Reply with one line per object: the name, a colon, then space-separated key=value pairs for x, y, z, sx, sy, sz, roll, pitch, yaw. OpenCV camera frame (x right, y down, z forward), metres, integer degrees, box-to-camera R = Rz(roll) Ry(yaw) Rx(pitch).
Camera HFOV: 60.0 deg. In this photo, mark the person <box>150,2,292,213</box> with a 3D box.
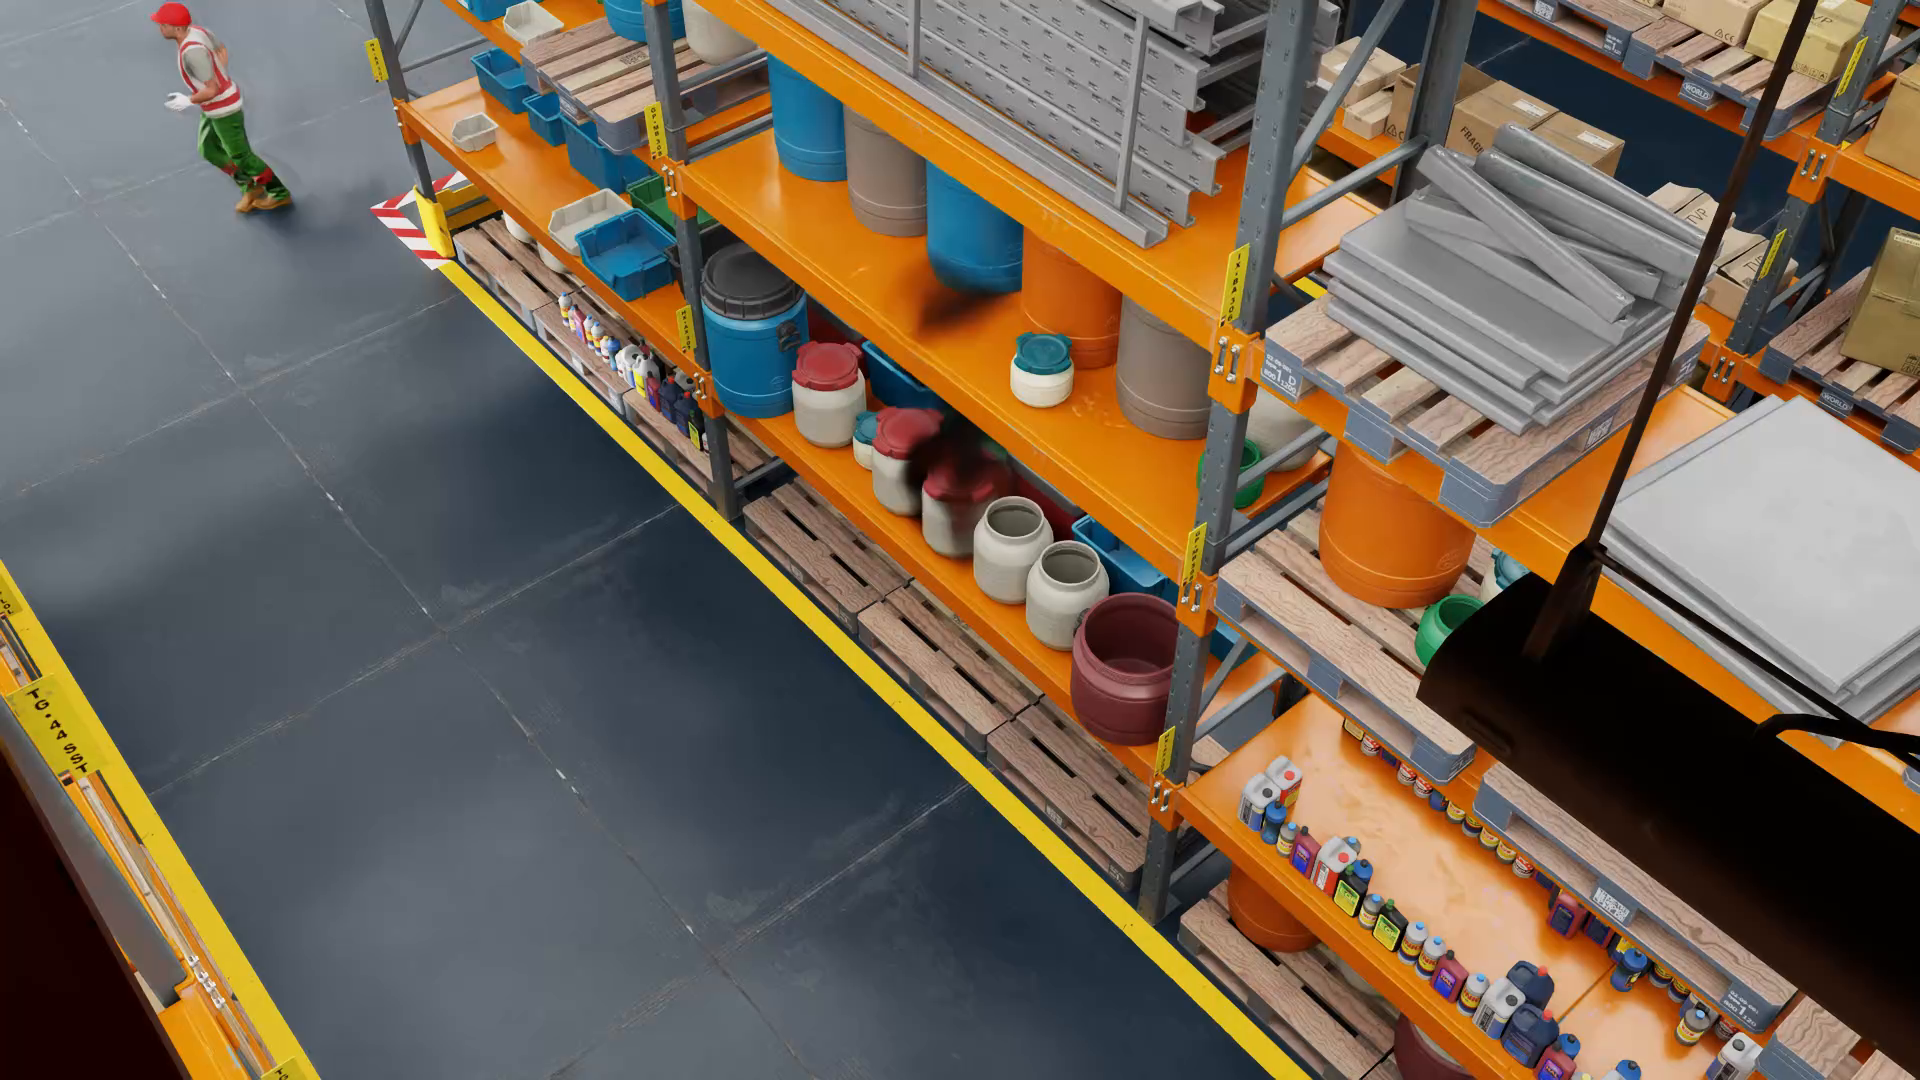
person: x=-5.842 y=-3.390 z=12.991 sx=0.658 sy=1.722 sz=0.630 roll=-21 pitch=50 yaw=-19
